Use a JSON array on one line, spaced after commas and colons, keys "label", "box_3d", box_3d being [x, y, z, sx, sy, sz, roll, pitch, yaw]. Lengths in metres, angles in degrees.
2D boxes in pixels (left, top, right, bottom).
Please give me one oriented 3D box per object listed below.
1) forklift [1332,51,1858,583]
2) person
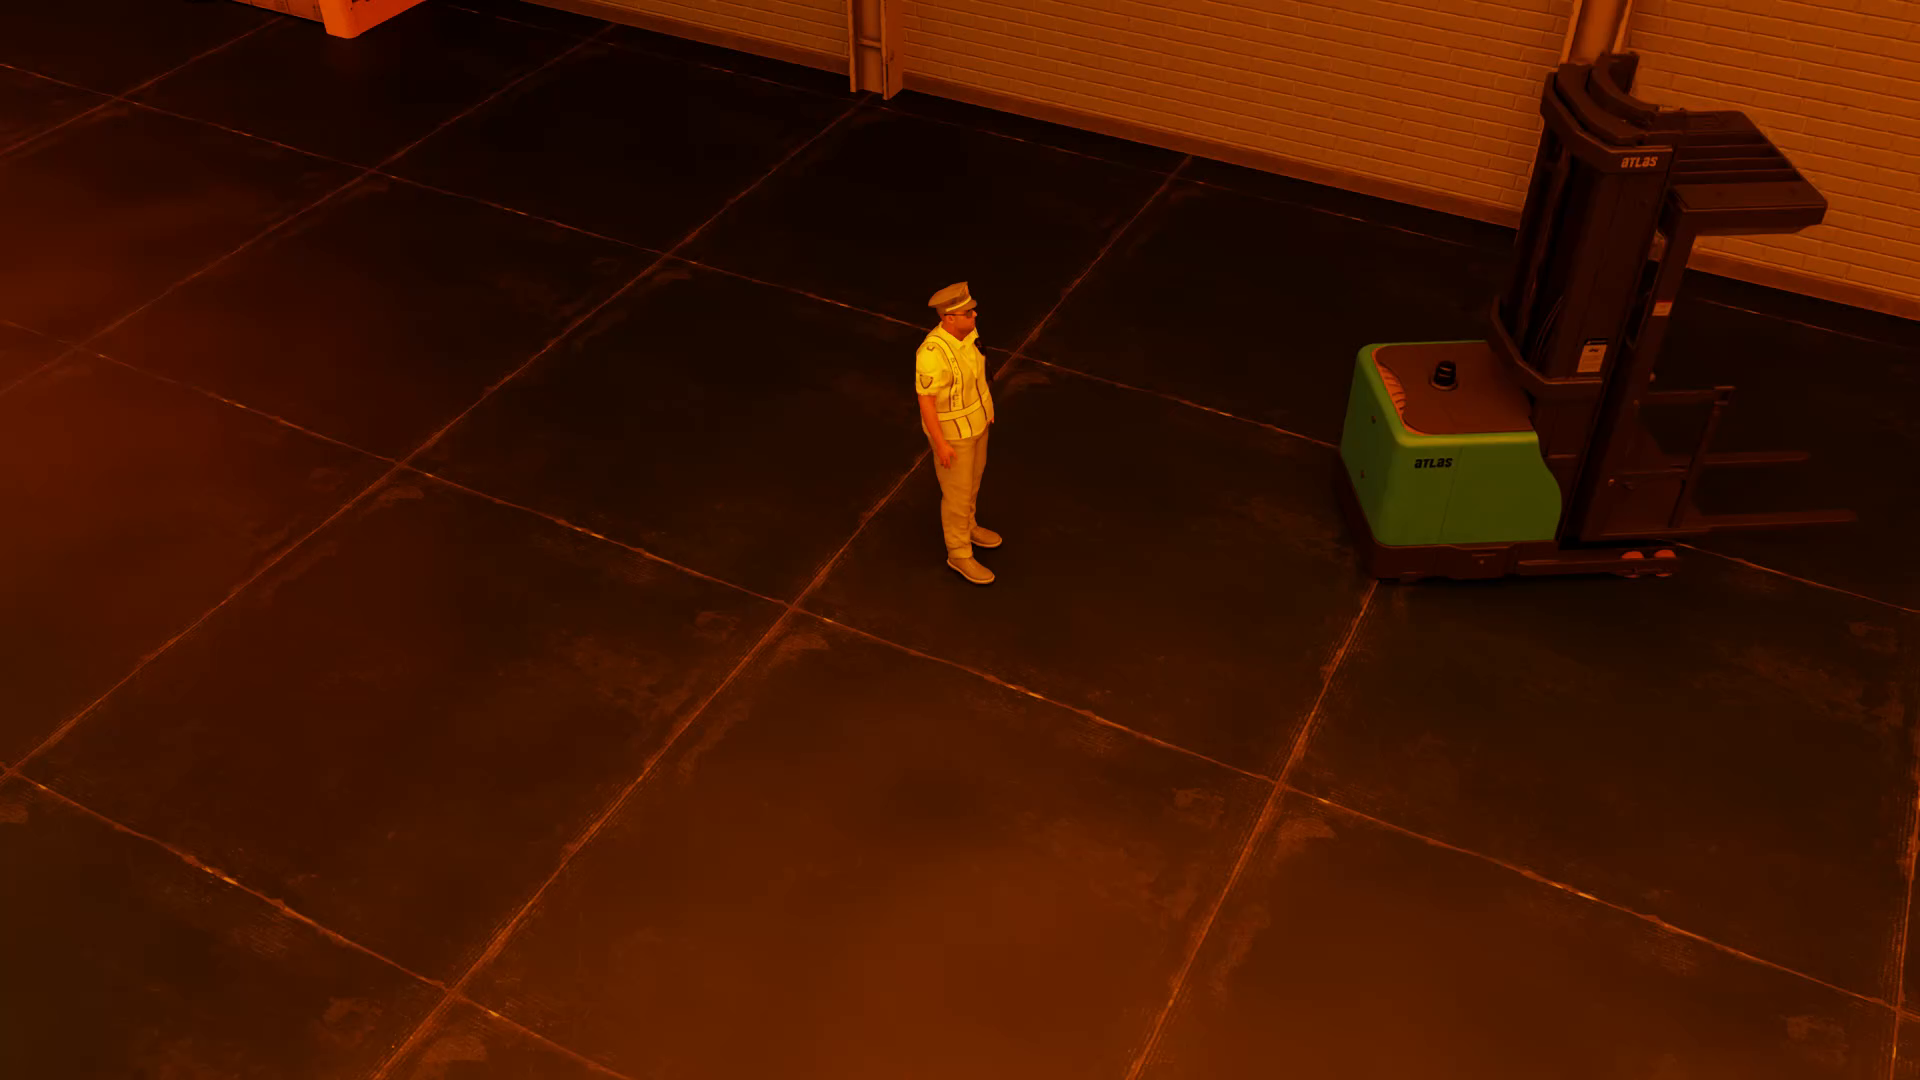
[{"label": "forklift", "box_3d": [3.911, -1.232, 9.449, 3.031, 2.935, 1.130, -2, 40, -3]}, {"label": "person", "box_3d": [0.064, -0.658, 9.647, 0.574, 1.781, 0.641, 18, 43, 21]}]
